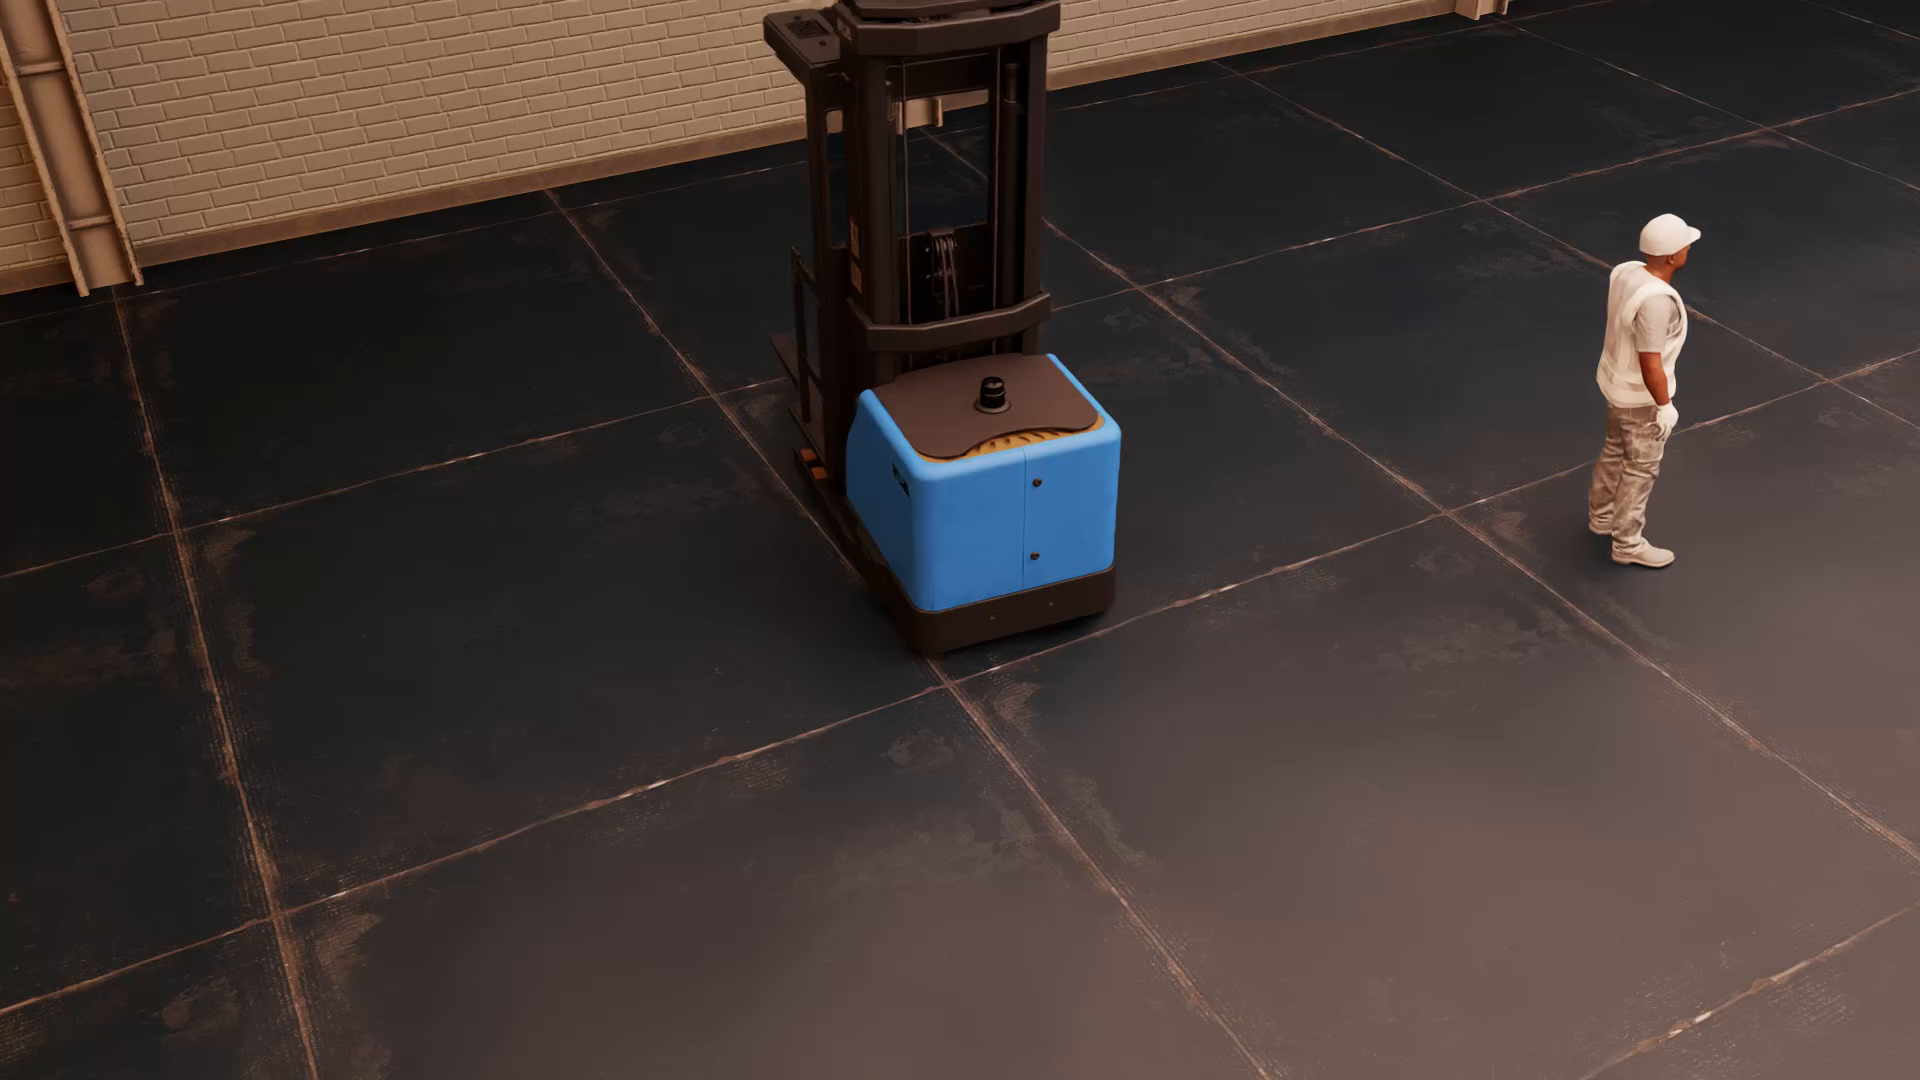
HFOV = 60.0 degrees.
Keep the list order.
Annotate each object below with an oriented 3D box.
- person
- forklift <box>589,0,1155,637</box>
[{"bbox_3d":[3.403,-0.749,8.166,0.576,1.783,0.655,1,35,1],"label":"person"},{"bbox_3d":[-0.576,-1.359,8.045,3.031,2.935,1.130,19,39,25],"label":"forklift"}]
